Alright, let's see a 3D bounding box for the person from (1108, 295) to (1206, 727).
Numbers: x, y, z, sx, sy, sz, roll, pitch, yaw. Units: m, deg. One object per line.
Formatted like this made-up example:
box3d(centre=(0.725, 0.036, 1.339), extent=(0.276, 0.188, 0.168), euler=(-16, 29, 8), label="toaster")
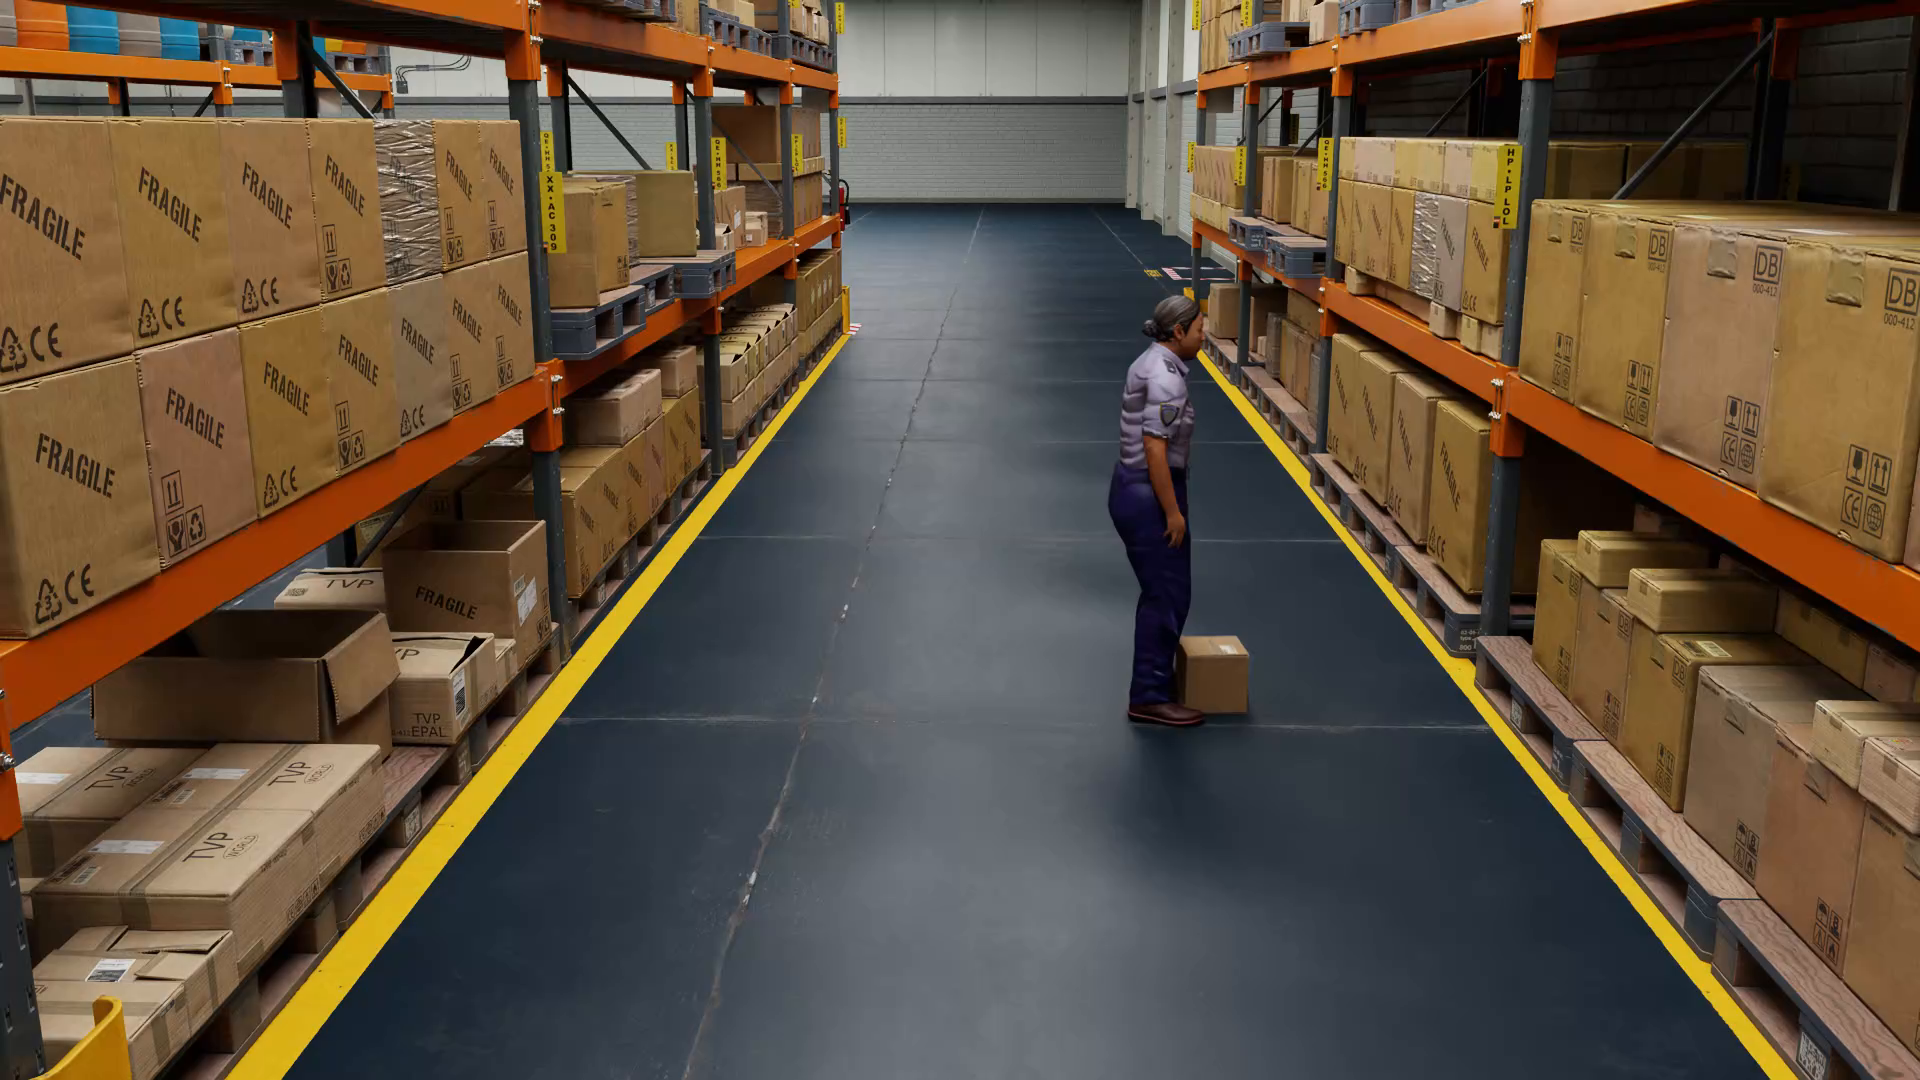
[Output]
box3d(centre=(0.803, -0.125, 6.549), extent=(0.423, 1.636, 0.542), euler=(0, 14, -1), label="person")
